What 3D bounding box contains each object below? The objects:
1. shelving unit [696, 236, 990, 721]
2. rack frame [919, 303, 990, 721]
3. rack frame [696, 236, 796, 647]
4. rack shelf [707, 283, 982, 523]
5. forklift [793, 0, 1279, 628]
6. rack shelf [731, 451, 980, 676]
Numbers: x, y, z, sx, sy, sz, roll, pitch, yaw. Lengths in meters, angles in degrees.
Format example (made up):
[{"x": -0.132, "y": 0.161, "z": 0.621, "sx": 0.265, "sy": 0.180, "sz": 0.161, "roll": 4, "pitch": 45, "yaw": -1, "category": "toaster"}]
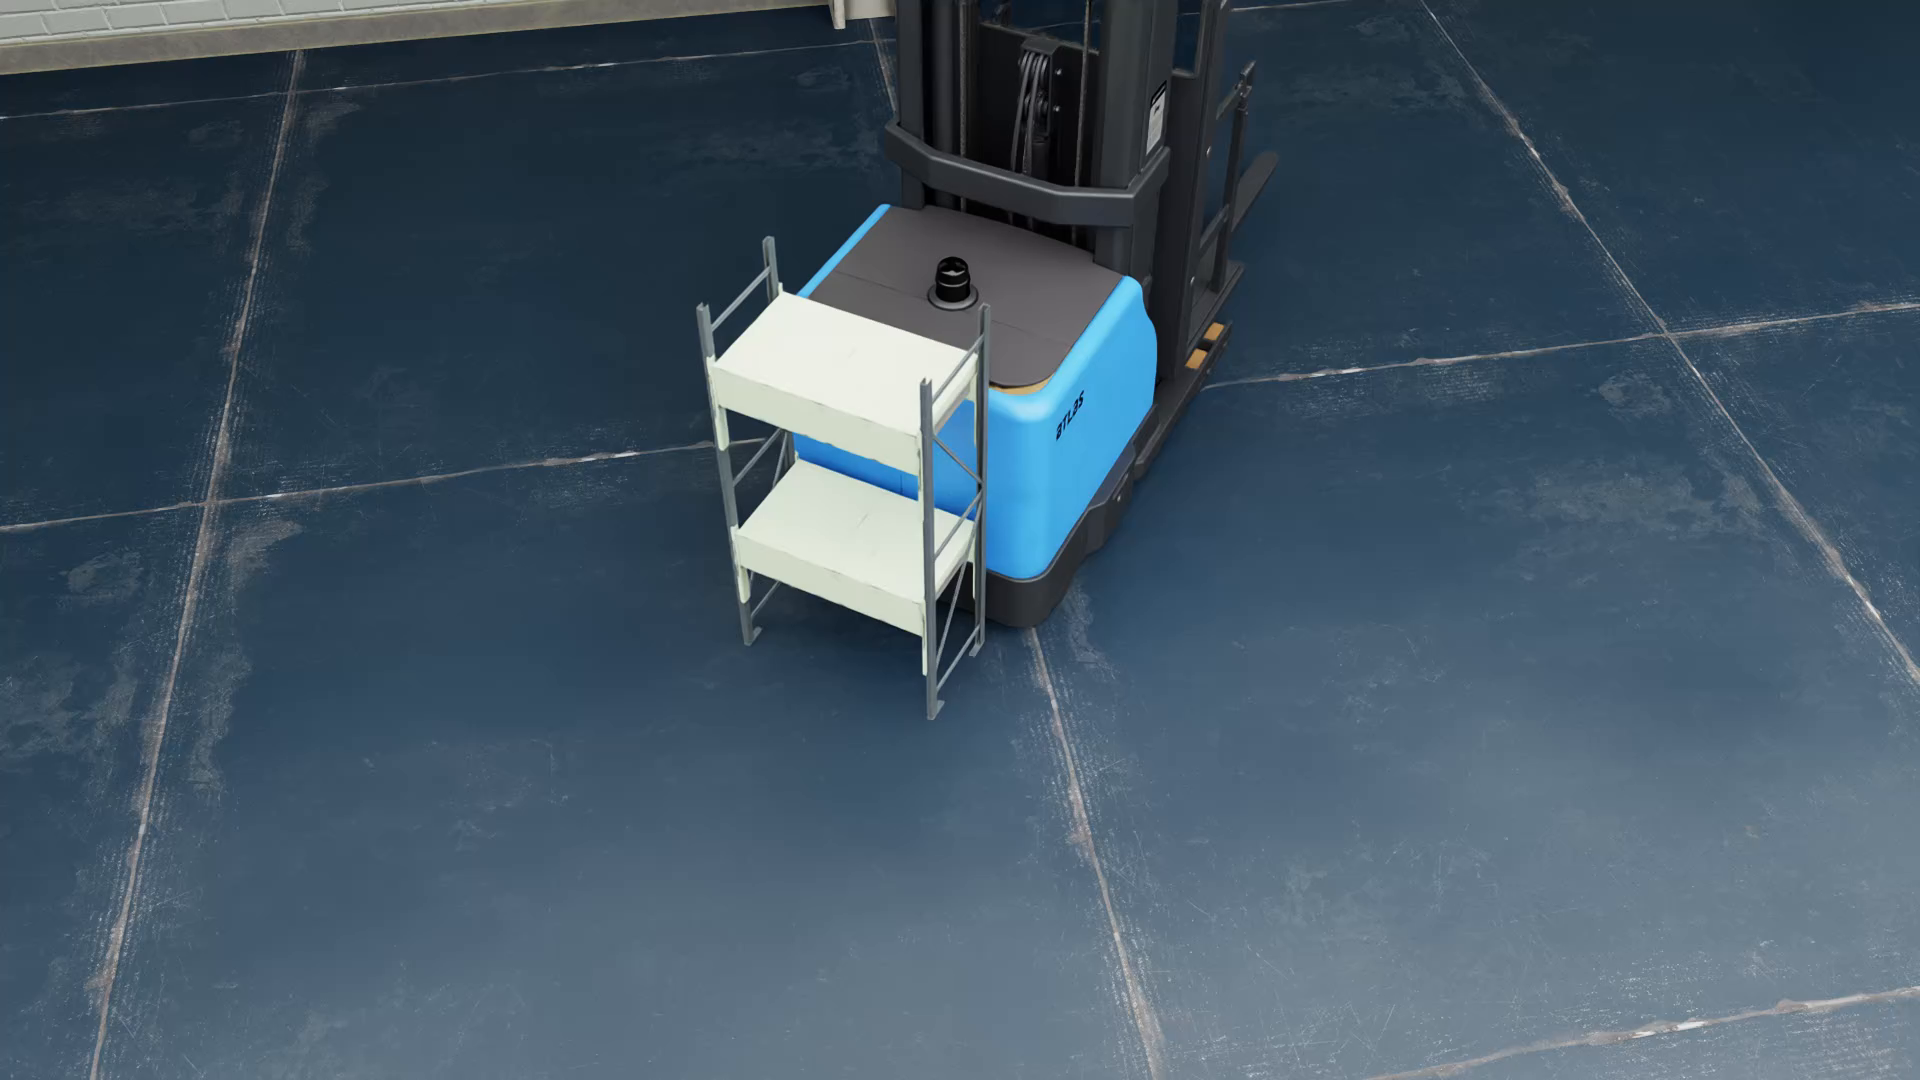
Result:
[{"x": -0.339, "y": -0.155, "z": 5.358, "sx": 0.755, "sy": 1.500, "sz": 0.431, "roll": 20, "pitch": 49, "yaw": 18, "category": "shelving unit"}, {"x": -0.012, "y": -0.036, "z": 5.243, "sx": 0.023, "sy": 1.500, "sz": 0.400, "roll": 20, "pitch": 49, "yaw": 18, "category": "rack frame"}, {"x": -0.665, "y": -0.274, "z": 5.473, "sx": 0.023, "sy": 1.500, "sz": 0.400, "roll": 20, "pitch": 49, "yaw": 18, "category": "rack frame"}, {"x": -0.339, "y": -0.426, "z": 5.077, "sx": 0.720, "sy": 0.370, "sz": 0.431, "roll": 20, "pitch": 49, "yaw": 18, "category": "rack shelf"}, {"x": 0.481, "y": -1.774, "z": 5.924, "sx": 1.130, "sy": 2.935, "sz": 3.031, "roll": 20, "pitch": 49, "yaw": 18, "category": "forklift"}, {"x": -0.339, "y": 0.071, "z": 5.593, "sx": 0.720, "sy": 0.370, "sz": 0.431, "roll": 20, "pitch": 49, "yaw": 18, "category": "rack shelf"}]
